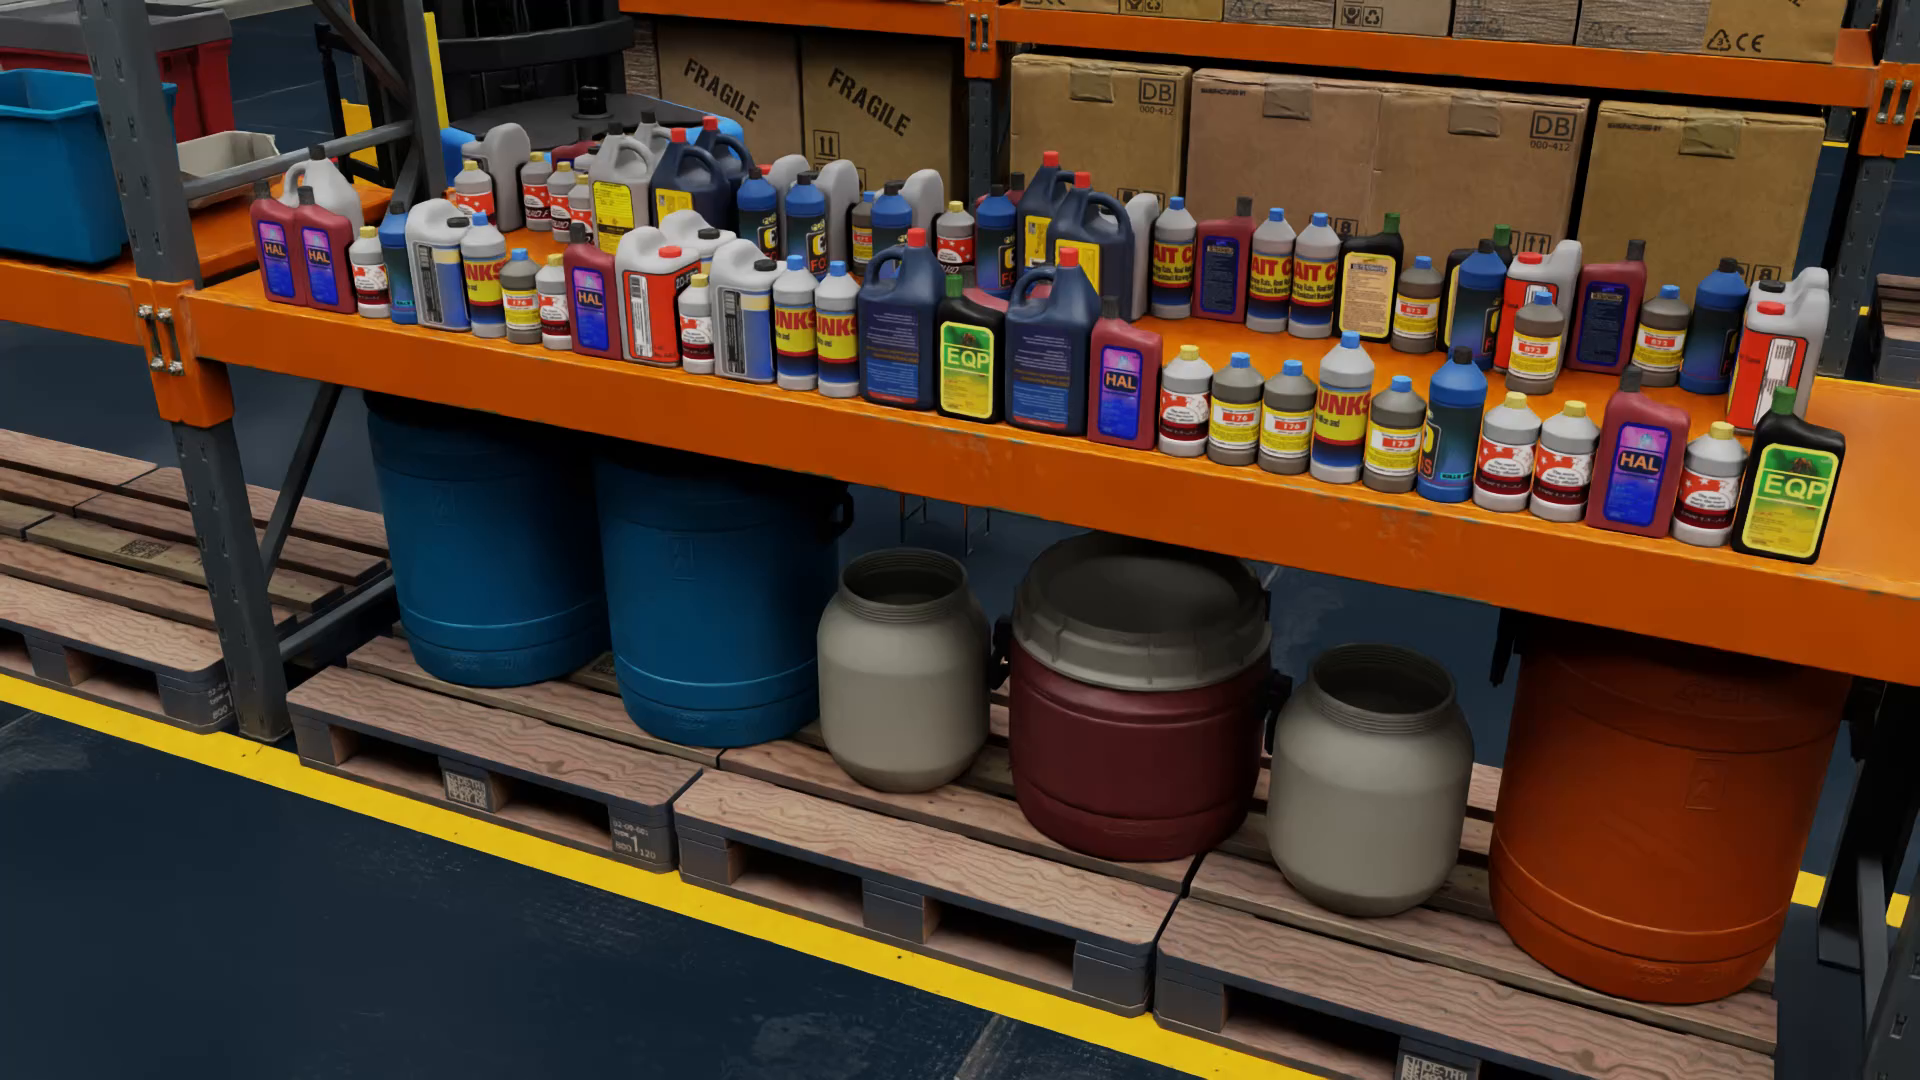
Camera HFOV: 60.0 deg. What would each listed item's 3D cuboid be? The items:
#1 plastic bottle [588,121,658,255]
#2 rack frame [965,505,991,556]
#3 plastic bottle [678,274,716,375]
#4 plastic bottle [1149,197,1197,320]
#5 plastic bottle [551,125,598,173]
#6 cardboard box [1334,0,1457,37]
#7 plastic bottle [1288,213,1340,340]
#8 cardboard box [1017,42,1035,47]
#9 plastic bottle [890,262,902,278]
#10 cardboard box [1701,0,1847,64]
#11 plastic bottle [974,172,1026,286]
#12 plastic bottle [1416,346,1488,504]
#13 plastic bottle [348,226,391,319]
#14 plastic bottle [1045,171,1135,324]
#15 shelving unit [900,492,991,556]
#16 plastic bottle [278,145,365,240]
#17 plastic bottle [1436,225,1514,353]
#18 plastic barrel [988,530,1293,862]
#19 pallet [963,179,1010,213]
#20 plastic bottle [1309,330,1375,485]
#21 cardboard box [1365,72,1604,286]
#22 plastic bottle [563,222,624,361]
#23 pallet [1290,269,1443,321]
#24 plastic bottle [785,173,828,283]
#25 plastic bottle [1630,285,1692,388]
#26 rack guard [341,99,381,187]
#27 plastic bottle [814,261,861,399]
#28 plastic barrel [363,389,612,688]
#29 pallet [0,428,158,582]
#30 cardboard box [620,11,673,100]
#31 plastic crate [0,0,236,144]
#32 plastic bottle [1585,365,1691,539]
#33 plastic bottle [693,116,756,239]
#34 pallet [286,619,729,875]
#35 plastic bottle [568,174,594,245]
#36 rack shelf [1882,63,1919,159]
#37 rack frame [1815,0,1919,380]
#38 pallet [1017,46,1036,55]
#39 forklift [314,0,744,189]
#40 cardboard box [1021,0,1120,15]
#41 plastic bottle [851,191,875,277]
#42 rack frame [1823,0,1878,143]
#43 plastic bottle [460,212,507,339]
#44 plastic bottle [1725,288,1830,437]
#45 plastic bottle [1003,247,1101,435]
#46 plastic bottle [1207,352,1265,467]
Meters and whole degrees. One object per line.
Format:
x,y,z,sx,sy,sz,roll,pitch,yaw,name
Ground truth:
-0.832,-0.871,4.180,0.185,0.351,0.144,11,28,22,plastic bottle
0.062,-0.458,5.493,0.008,1.050,0.200,11,28,22,rack frame
-0.544,-0.459,3.512,0.097,0.201,0.097,0,26,0,plastic bottle
0.491,-0.651,3.822,0.097,0.271,0.097,0,26,0,plastic bottle
-1.023,-0.969,4.455,0.133,0.283,0.061,11,28,22,plastic bottle
2.007,-2.564,7.449,0.500,0.500,0.500,12,29,23,cardboard box
0.790,-0.591,3.701,0.097,0.271,0.097,0,26,0,plastic bottle
0.568,-4.094,13.422,0.250,0.149,0.380,11,28,22,cardboard box
-0.096,-0.471,3.456,0.097,0.271,0.097,0,26,0,plastic bottle
3.395,-2.283,6.879,0.500,0.500,0.500,12,29,23,cardboard box
0.103,-0.743,3.996,0.133,0.283,0.061,11,28,22,plastic bottle
0.867,-0.207,2.921,0.097,0.271,0.097,0,26,0,plastic bottle
-1.353,-0.622,3.842,0.097,0.201,0.097,0,26,0,plastic bottle
0.290,-0.642,3.714,0.185,0.351,0.144,11,28,22,plastic bottle
-0.049,-0.481,5.538,0.252,1.050,0.215,11,28,22,shelving unit
-1.522,-0.764,3.961,0.185,0.351,0.144,11,28,22,plastic bottle
1.112,-0.541,3.584,0.133,0.283,0.061,11,28,22,plastic bottle
0.416,0.348,3.902,0.708,0.588,0.600,11,28,22,plastic barrel
-0.354,-1.899,9.368,1.213,0.211,1.003,11,28,22,pallet
0.690,-0.243,2.993,0.097,0.271,0.097,0,26,0,plastic bottle
2.519,-1.784,7.907,0.875,0.875,1.225,11,28,22,cardboard box
-0.779,-0.535,3.572,0.133,0.283,0.061,11,28,22,plastic bottle
2.154,-1.395,8.345,1.213,0.211,1.003,11,28,22,pallet
-0.373,-0.751,4.025,0.097,0.271,0.097,0,26,0,plastic bottle
1.454,-0.426,3.445,0.097,0.201,0.097,0,26,0,plastic bottle
-3.357,-2.594,10.452,0.348,0.500,1.175,11,28,22,rack guard
-0.244,-0.431,3.374,0.097,0.271,0.097,0,26,0,plastic bottle
-1.256,-0.129,4.515,0.708,0.901,0.600,11,28,22,plastic barrel
-3.545,-0.078,5.670,1.213,0.211,1.003,11,28,22,pallet
-1.892,-2.695,9.757,0.875,0.875,0.875,11,28,22,cardboard box
-2.454,-1.308,4.870,0.583,0.464,0.402,11,28,22,plastic crate
1.142,-0.149,2.788,0.133,0.283,0.061,11,28,22,plastic bottle
-0.604,-0.895,4.229,0.185,0.351,0.144,11,28,22,plastic bottle
-1.059,0.421,4.656,1.213,0.211,1.003,11,28,22,pallet
-0.954,-0.836,4.278,0.097,0.201,0.097,0,26,0,plastic bottle
5.767,-1.560,6.336,4.000,0.370,1.077,11,28,22,rack shelf
3.947,-2.248,6.920,0.127,3.000,1.000,11,28,22,rack frame
0.710,-4.035,13.707,1.213,0.211,1.003,11,28,22,pallet
-2.234,-2.405,7.317,1.130,2.935,3.031,-22,34,-37,forklift
0.621,-2.840,8.008,0.500,0.500,0.500,11,28,22,cardboard box
-0.221,-0.763,4.128,0.097,0.201,0.097,0,26,0,plastic bottle
6.092,-4.224,10.933,0.127,3.000,1.000,11,28,22,rack frame
-1.054,-0.593,3.705,0.097,0.271,0.097,0,26,0,plastic bottle
1.574,-0.349,3.203,0.135,0.276,0.152,11,28,22,plastic bottle
0.184,-0.392,3.205,0.185,0.351,0.144,11,28,22,plastic bottle
0.513,-0.247,3.081,0.097,0.201,0.097,0,26,0,plastic bottle
